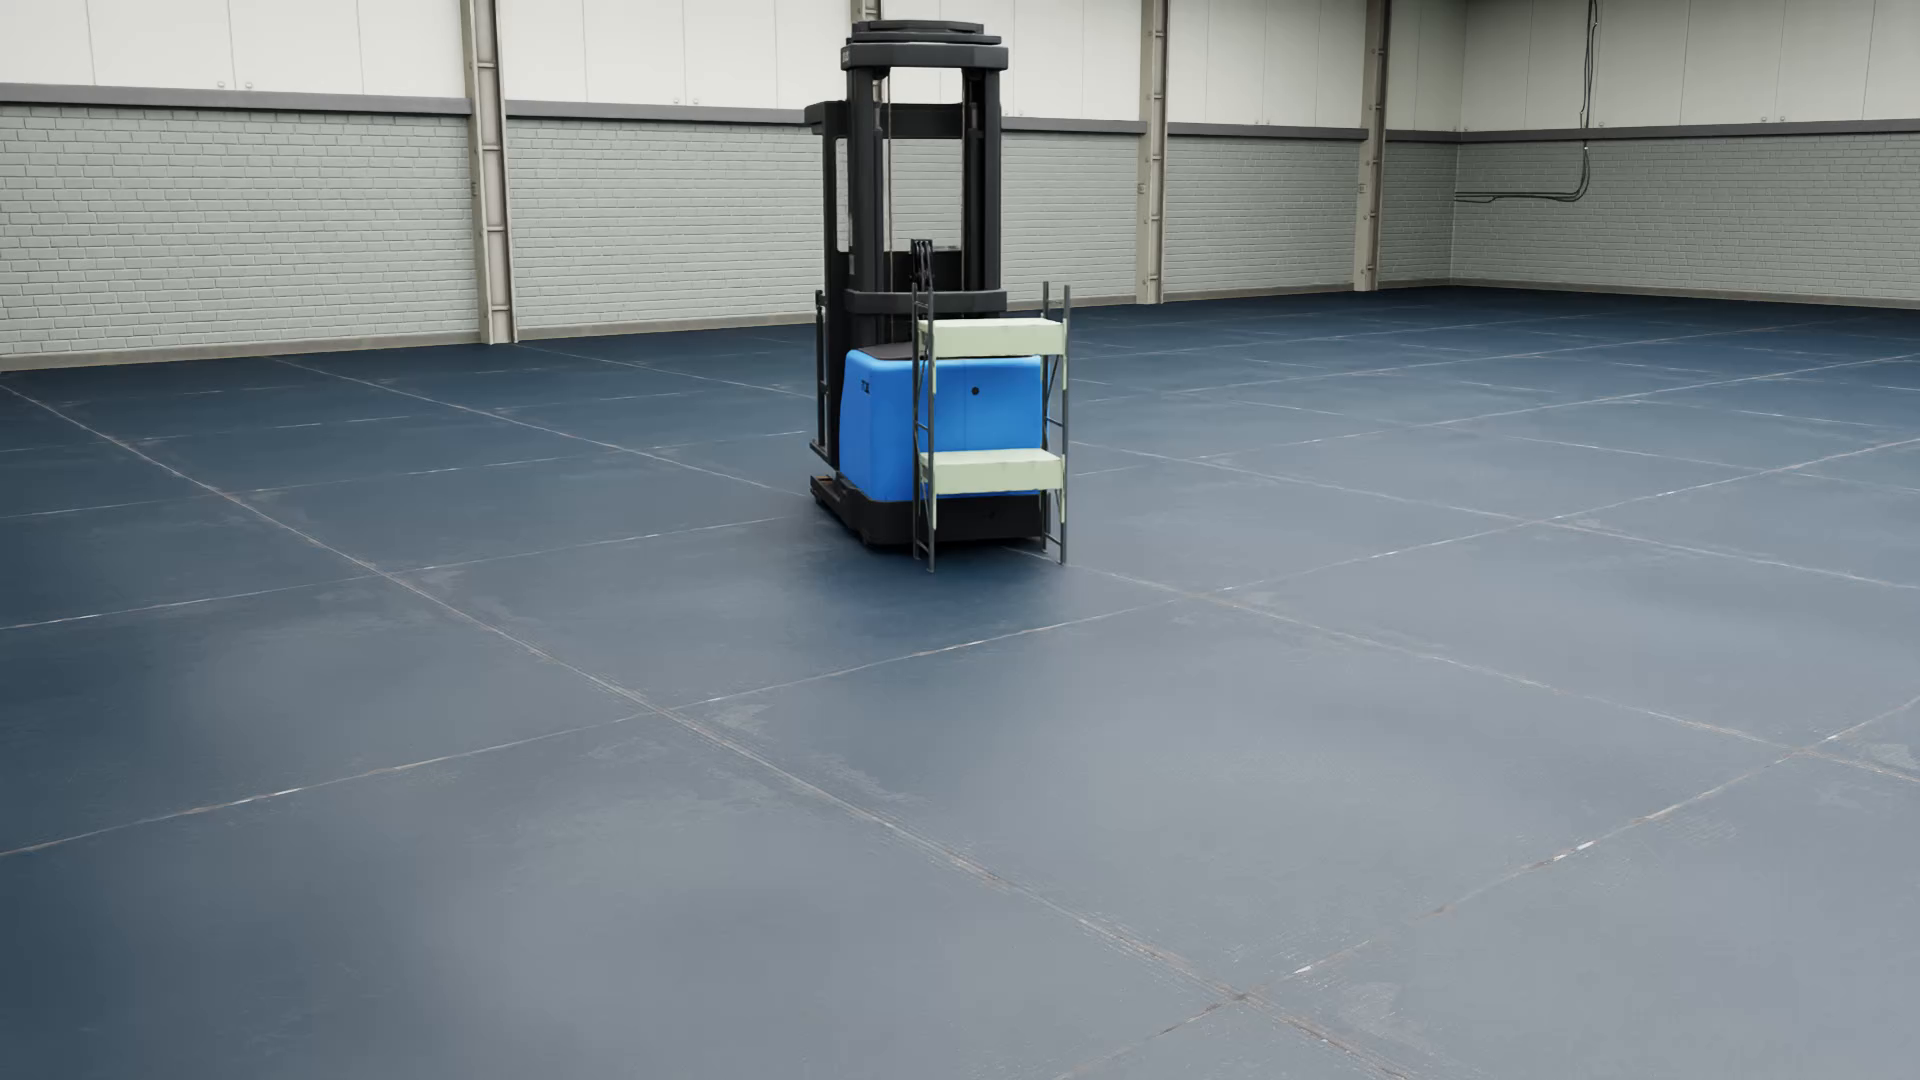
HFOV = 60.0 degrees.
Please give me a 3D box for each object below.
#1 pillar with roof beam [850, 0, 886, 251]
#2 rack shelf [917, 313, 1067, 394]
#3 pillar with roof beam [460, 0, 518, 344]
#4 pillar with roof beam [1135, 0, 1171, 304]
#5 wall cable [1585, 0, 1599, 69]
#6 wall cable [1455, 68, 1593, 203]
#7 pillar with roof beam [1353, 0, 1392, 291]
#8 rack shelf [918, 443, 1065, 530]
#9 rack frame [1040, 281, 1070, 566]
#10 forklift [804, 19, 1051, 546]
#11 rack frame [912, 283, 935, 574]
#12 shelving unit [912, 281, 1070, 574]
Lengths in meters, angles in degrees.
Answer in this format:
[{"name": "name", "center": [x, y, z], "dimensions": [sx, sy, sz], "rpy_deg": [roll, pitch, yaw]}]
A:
[{"name": "pillar with roof beam", "center": [1.321, -7.077, 21.290], "dimensions": [0.400, 9.000, 9.100], "rpy_deg": [-9, 15, -38]}, {"name": "rack shelf", "center": [0.158, -0.996, 8.828], "dimensions": [0.720, 0.370, 0.431], "rpy_deg": [-3, 12, -14]}, {"name": "pillar with roof beam", "center": [-3.364, -6.298, 17.624], "dimensions": [0.400, 9.000, 9.100], "rpy_deg": [-9, 15, -38]}, {"name": "pillar with roof beam", "center": [6.006, -7.855, 24.957], "dimensions": [0.400, 9.000, 9.100], "rpy_deg": [-9, 15, -38]}, {"name": "wall cable", "center": [12.818, -10.012, 30.433], "dimensions": [0.112, 2.526, 3.097], "rpy_deg": [-9, 15, -38]}, {"name": "wall cable", "center": [11.128, -7.981, 33.024], "dimensions": [0.112, 2.526, 3.097], "rpy_deg": [-9, 15, -38]}, {"name": "pillar with roof beam", "center": [10.691, -8.634, 28.623], "dimensions": [0.400, 9.000, 9.100], "rpy_deg": [-9, 15, -38]}, {"name": "rack shelf", "center": [0.158, -0.295, 8.977], "dimensions": [0.720, 0.370, 0.431], "rpy_deg": [-3, 12, -14]}, {"name": "rack frame", "center": [0.513, -0.633, 8.999], "dimensions": [0.023, 1.500, 0.400], "rpy_deg": [-3, 12, -14]}, {"name": "forklift", "center": [-0.349, -1.665, 10.411], "dimensions": [1.130, 2.935, 3.031], "rpy_deg": [-3, 12, -14]}, {"name": "rack frame", "center": [-0.196, -0.595, 8.819], "dimensions": [0.023, 1.500, 0.400], "rpy_deg": [-3, 12, -14]}, {"name": "shelving unit", "center": [0.158, -0.614, 8.909], "dimensions": [0.755, 1.500, 0.431], "rpy_deg": [-3, 12, -14]}]
